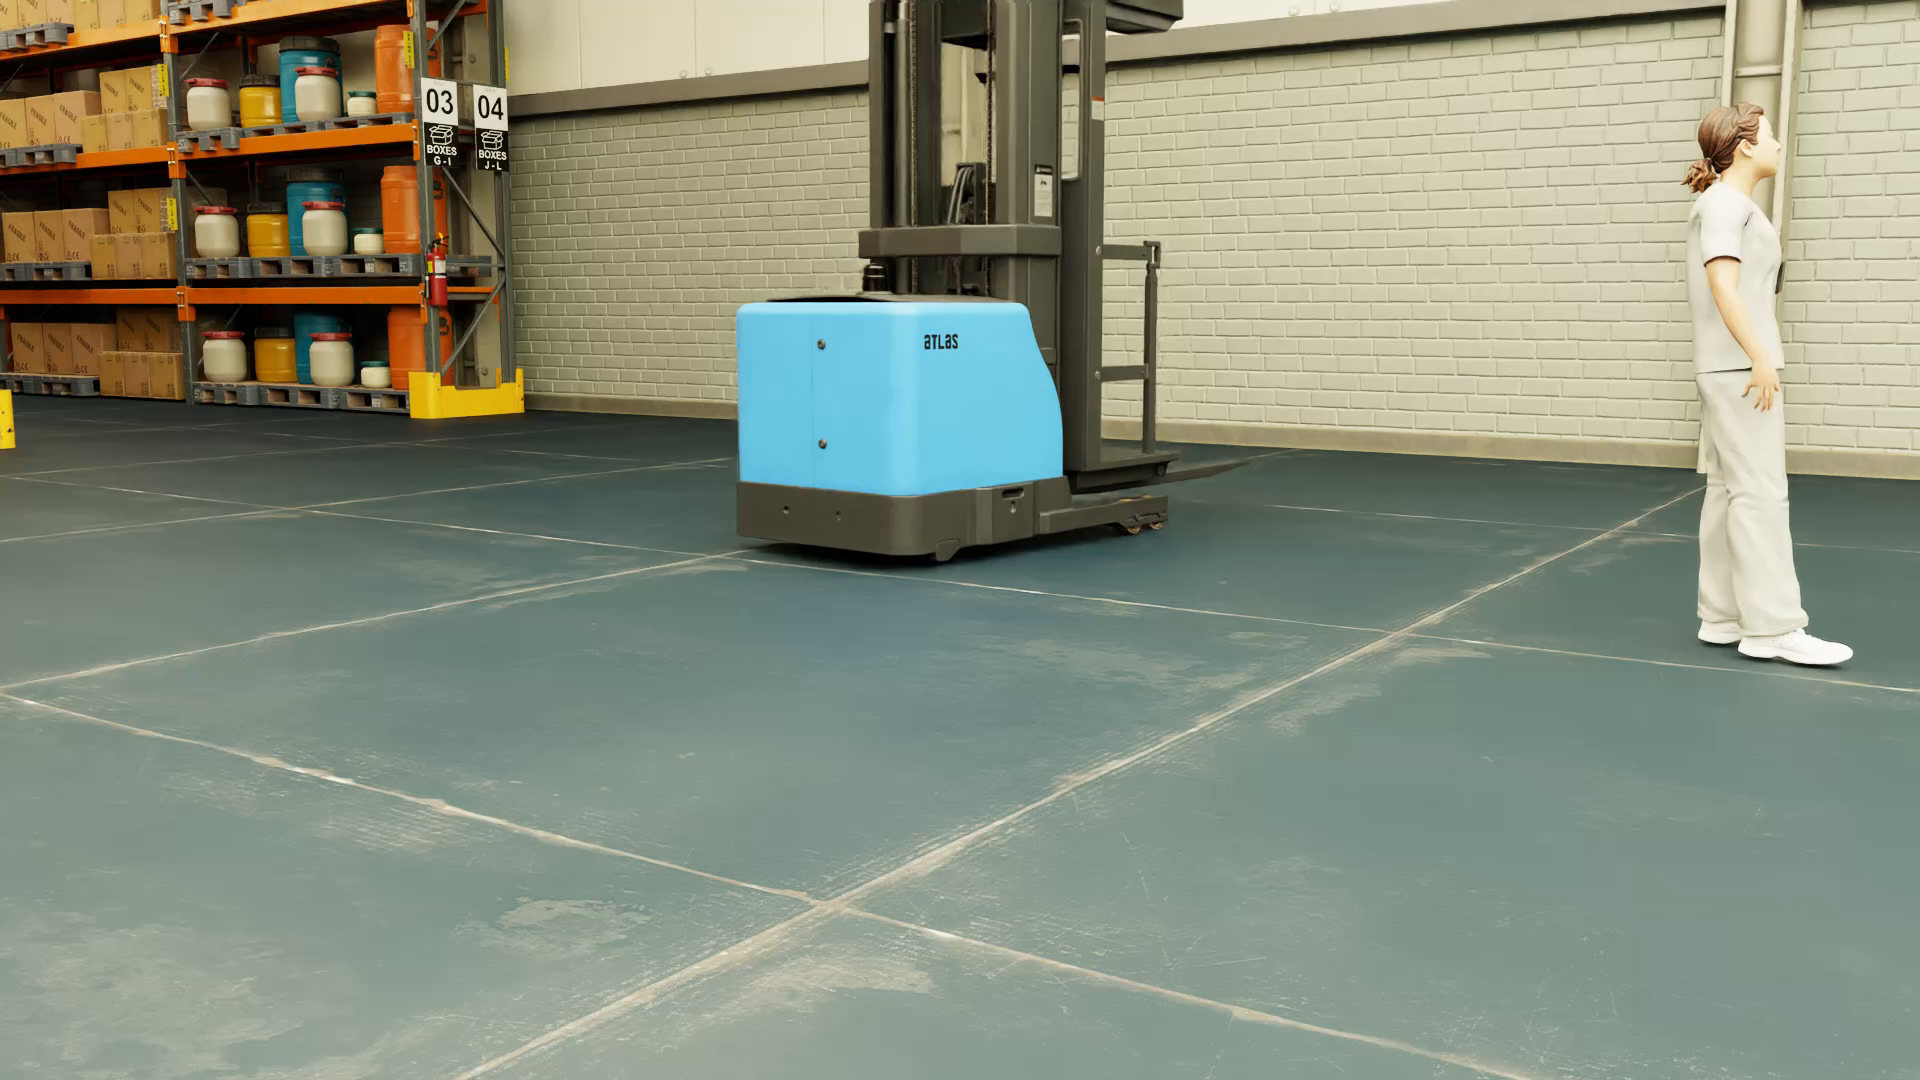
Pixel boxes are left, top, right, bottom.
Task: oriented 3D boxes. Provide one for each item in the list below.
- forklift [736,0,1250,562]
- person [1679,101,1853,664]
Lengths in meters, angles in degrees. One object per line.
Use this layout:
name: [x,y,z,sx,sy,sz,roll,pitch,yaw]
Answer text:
forklift: [0.350,-1.521,7.889,1.130,2.935,3.031,7,10,39]
person: [2.472,-0.500,5.112,0.548,1.673,0.550,3,9,23]
